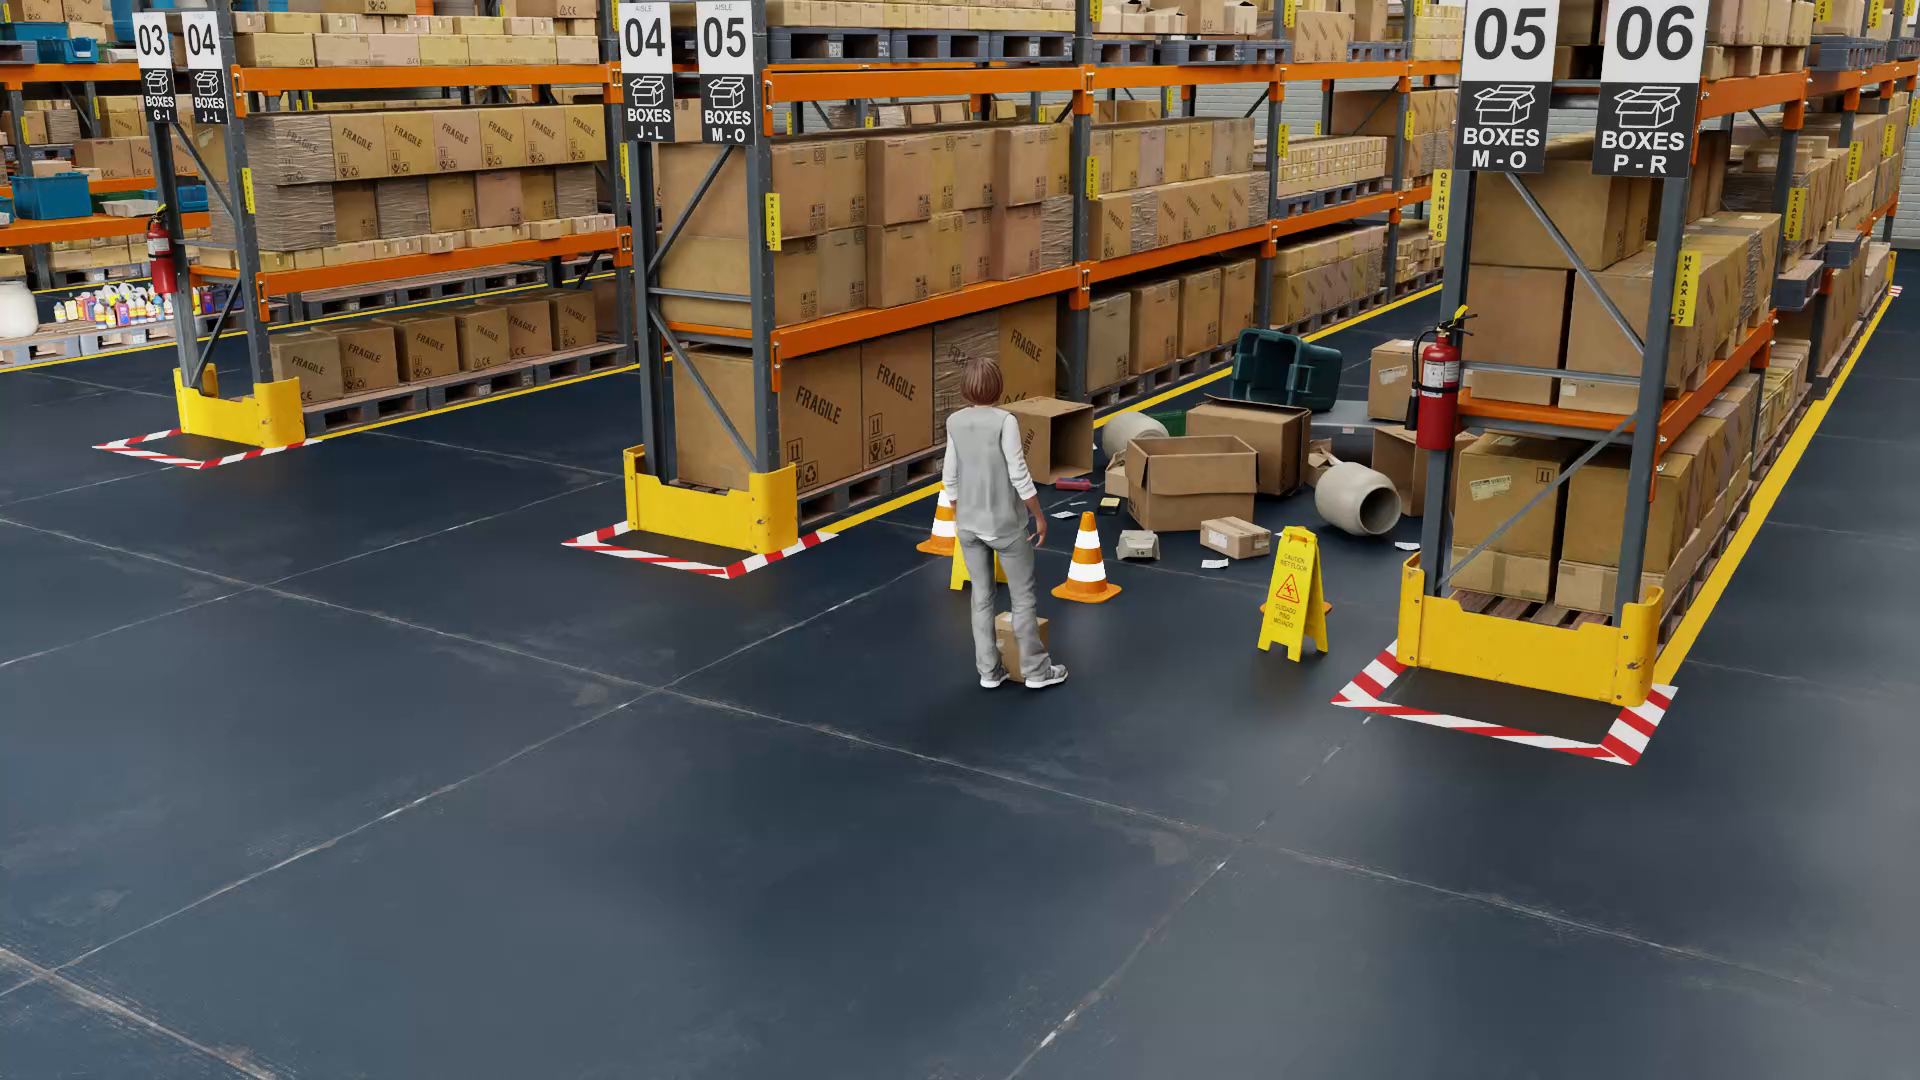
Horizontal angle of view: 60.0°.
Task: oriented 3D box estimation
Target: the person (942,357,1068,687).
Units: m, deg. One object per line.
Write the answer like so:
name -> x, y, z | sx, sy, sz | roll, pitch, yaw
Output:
person -> 0.200, -0.081, 7.793 | 0.519, 1.598, 0.474 | 10, 19, 30
